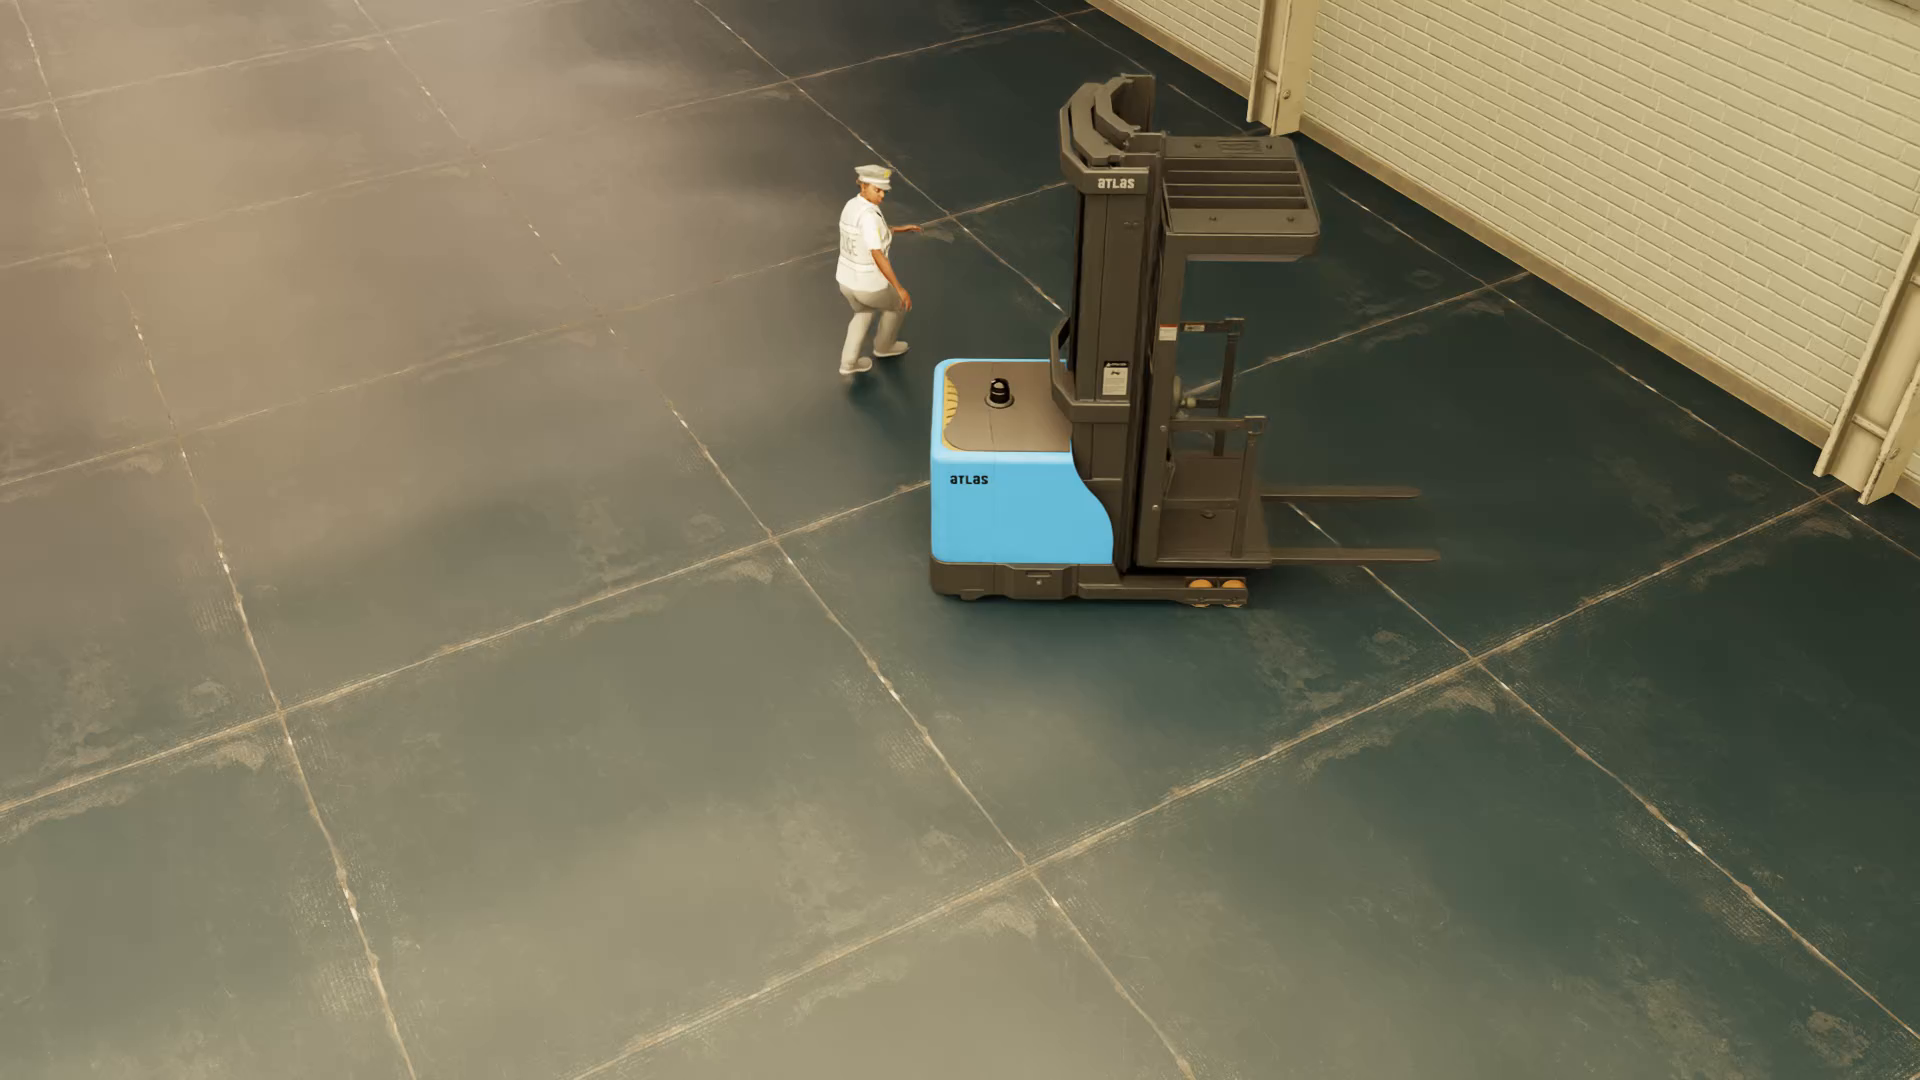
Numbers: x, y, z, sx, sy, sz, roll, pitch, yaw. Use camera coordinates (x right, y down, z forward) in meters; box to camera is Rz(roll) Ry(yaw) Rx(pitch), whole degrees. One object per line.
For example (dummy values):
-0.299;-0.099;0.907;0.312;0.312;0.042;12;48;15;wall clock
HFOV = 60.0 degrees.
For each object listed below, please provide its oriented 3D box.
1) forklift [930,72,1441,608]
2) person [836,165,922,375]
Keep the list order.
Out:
1.343;-1.072;9.329;3.031;2.935;1.130;1;40;1;forklift
-0.488;-1.807;11.315;0.817;1.555;0.785;-29;48;-31;person
